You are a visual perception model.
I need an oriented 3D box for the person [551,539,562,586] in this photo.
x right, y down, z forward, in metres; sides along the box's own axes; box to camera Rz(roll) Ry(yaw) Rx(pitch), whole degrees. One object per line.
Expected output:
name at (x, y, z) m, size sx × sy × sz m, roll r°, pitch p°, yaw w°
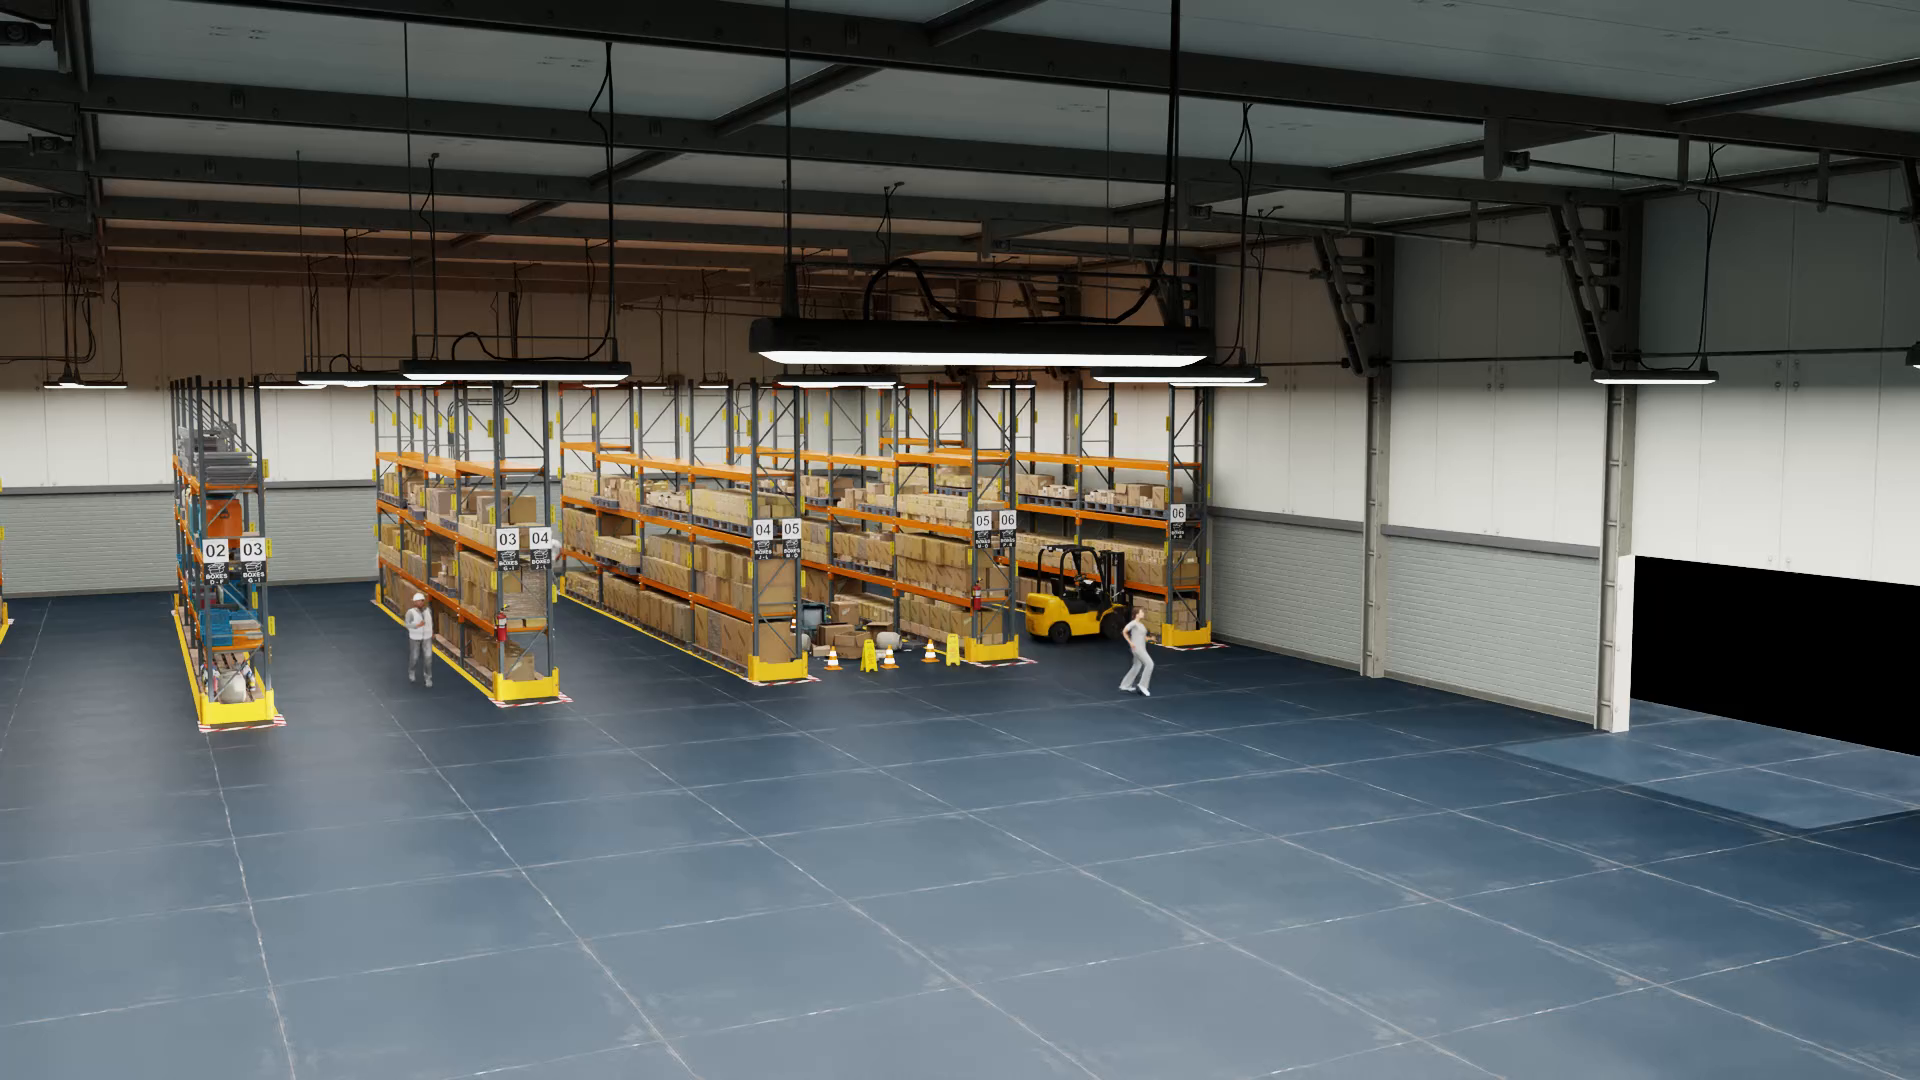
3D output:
person at (-11.918, 0.576, 48.094) m, size 0.725 × 1.720 × 0.588 m, roll 3°, pitch 6°, yaw 28°

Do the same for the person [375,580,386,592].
person at (-15.806, 0.790, 46.122) m, size 0.802 × 1.742 × 0.619 m, roll -2°, pitch 5°, yaw -21°

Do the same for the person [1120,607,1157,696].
person at (3.377, 2.108, 31.526) m, size 0.704 × 1.687 × 0.570 m, roll 2°, pitch 5°, yaw 21°

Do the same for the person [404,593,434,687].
person at (-10.563, 1.930, 32.496) m, size 0.635 × 1.804 × 0.907 m, roll -4°, pitch 6°, yaw -35°
